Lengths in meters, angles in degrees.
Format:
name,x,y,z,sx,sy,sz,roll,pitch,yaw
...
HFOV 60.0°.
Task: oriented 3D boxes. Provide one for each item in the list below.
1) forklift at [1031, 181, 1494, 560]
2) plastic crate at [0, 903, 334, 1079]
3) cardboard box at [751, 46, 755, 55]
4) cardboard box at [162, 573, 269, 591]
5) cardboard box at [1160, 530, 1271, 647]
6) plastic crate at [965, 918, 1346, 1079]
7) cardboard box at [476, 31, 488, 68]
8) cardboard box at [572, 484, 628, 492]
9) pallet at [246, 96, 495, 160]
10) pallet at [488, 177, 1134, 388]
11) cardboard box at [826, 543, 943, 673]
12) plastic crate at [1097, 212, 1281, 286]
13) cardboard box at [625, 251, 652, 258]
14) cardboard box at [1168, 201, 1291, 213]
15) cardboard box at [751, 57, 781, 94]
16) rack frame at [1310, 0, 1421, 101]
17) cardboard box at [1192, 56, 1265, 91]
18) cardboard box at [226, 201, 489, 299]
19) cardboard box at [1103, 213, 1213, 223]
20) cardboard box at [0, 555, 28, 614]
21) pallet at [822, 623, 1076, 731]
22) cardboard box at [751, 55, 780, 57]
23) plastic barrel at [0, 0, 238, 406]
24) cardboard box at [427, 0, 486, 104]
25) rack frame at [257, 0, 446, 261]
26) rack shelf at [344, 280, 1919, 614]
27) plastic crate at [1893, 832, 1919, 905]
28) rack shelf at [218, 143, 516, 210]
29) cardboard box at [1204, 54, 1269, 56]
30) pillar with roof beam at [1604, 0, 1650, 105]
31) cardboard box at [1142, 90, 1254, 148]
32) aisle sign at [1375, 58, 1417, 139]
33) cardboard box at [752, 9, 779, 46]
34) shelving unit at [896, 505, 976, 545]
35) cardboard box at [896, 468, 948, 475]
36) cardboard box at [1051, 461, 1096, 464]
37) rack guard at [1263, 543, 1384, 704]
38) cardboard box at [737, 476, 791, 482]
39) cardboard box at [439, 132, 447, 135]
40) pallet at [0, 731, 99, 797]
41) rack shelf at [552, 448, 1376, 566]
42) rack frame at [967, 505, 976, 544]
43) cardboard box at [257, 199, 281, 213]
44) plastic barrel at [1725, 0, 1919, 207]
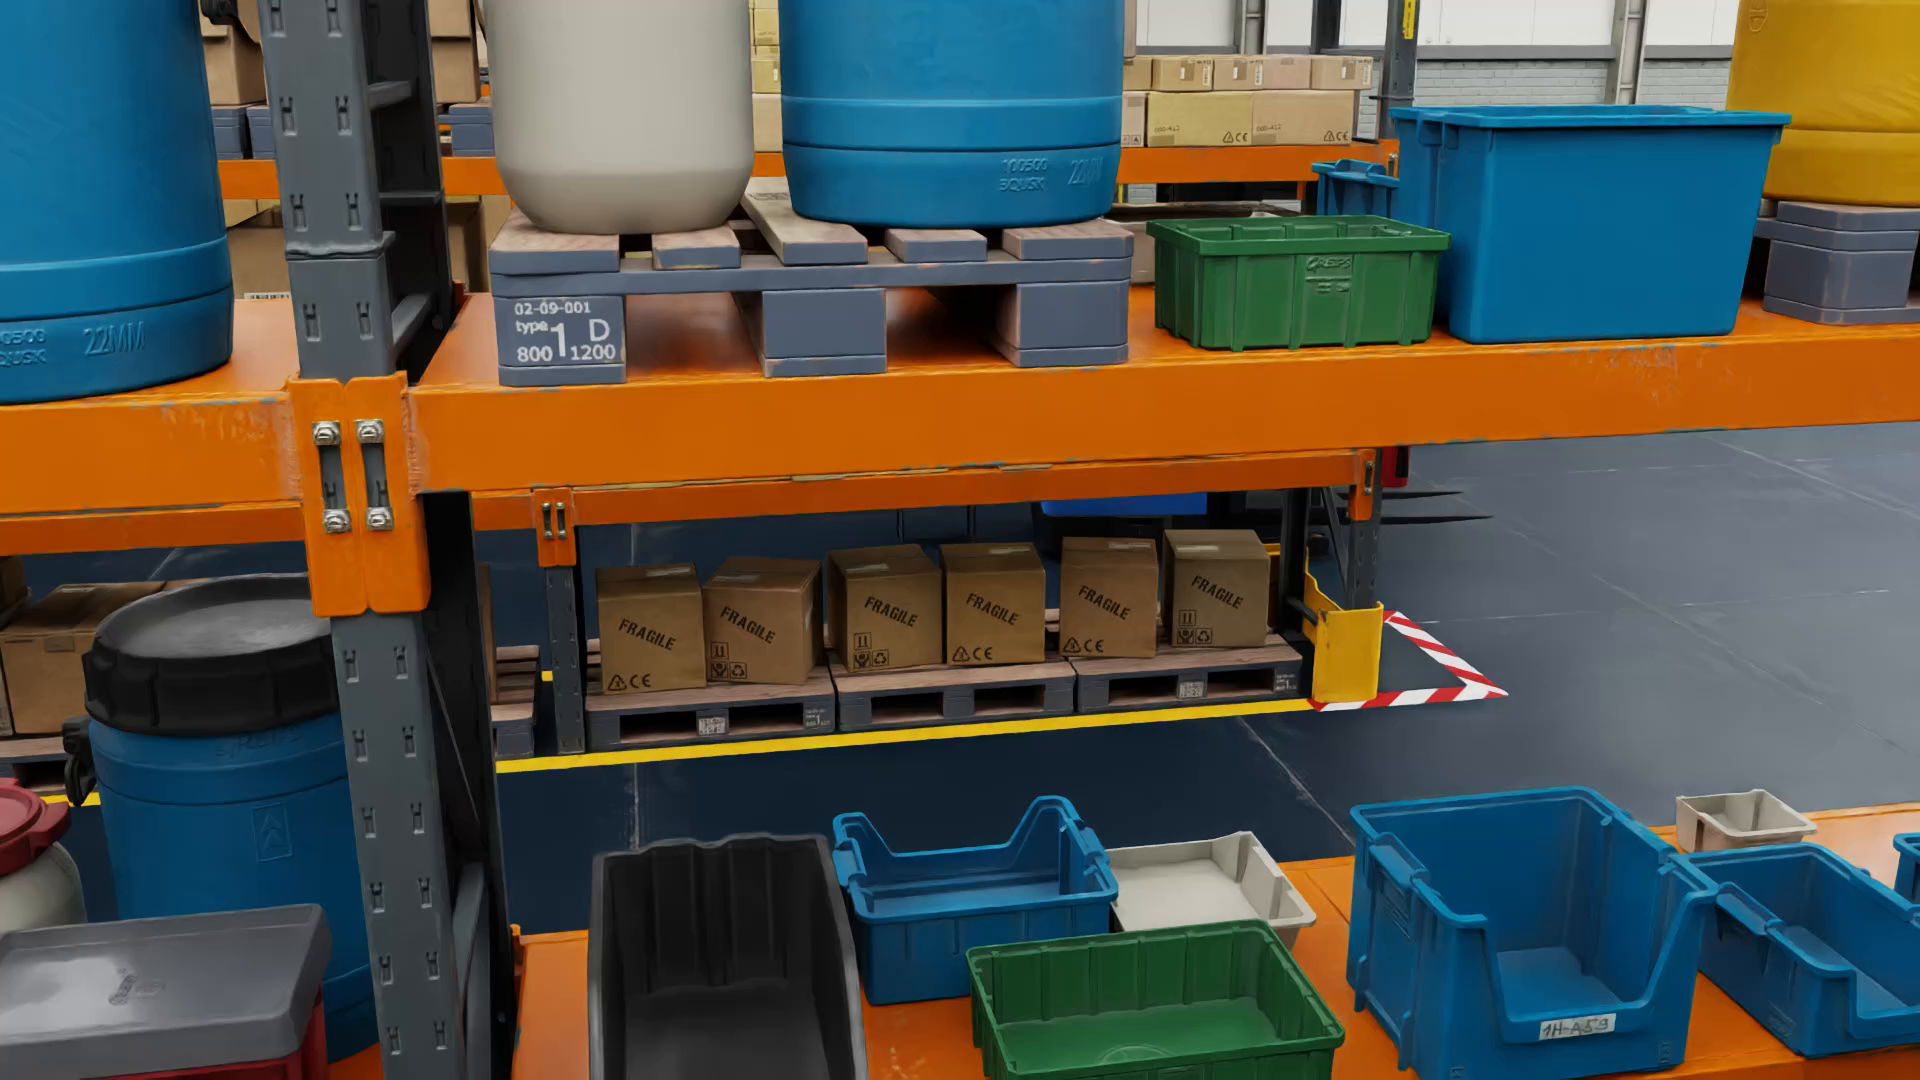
name,x,y,z,sx,sy,sz,roll,pitch,yaw
forklift,2.029,-1.426,10.964,3.031,2.935,1.130,-1,17,-2
plastic crate,-1.429,0.965,2.951,0.583,0.464,0.402,-3,17,-10
cardboard box,-1.626,-3.509,12.063,0.250,0.149,0.380,-4,17,-11
cardboard box,-3.580,0.518,8.025,0.500,0.500,0.700,-5,18,-15
cardboard box,1.360,0.254,8.917,0.500,0.500,0.500,0,17,0
plastic crate,0.374,0.988,3.348,0.662,0.188,0.450,-3,17,-10
cardboard box,-3.456,-3.508,11.885,0.500,0.250,0.500,-3,17,-10
cardboard box,-1.683,-0.352,7.778,0.250,0.149,0.380,-3,17,-10
pallet,-2.578,-1.887,7.559,1.003,0.211,1.213,-3,17,-10
pallet,-0.322,-0.531,3.145,1.003,0.211,1.213,-3,17,-10
cardboard box,-0.396,0.345,8.622,0.500,0.500,0.500,-5,18,-15
plastic crate,0.487,-0.633,3.604,0.396,0.136,0.243,-3,17,-10
cardboard box,-1.461,-1.167,7.622,0.500,0.500,0.500,-3,17,-10
cardboard box,1.384,-1.486,8.660,0.500,0.500,0.500,-3,17,-10
cardboard box,-0.822,-2.099,7.503,0.250,0.149,0.380,-3,17,-9
rack frame,1.976,-3.638,7.829,0.127,3.000,1.000,-3,17,-10
cardboard box,1.237,-2.190,7.800,0.250,0.149,0.380,-4,18,-13
cardboard box,-2.758,-1.031,7.822,1.000,1.000,1.000,-3,17,-10
cardboard box,0.993,-1.306,8.077,0.500,0.500,0.500,-3,17,-10
cardboard box,-4.708,0.223,7.706,0.500,0.250,0.500,-1,17,-4
pallet,-0.098,0.669,8.773,1.213,0.211,1.003,-3,17,-10
cardboard box,-0.911,-2.251,8.001,0.250,0.149,0.380,-4,17,-12
plastic barrel,-1.470,-0.702,2.525,0.708,0.901,0.600,-3,17,-10
cardboard box,-2.432,-2.233,7.474,0.637,0.503,0.797,-4,18,-13
rack frame,-1.012,-1.987,2.455,0.127,3.000,1.000,-3,17,-10
rack shelf,0.952,-0.321,3.363,4.000,0.370,1.077,-3,17,-10
plastic crate,2.481,0.843,3.711,0.616,0.251,0.499,-3,17,-10
rack shelf,-3.915,-1.526,7.287,4.000,0.370,1.077,-3,17,-10
cardboard box,1.389,-2.387,8.443,0.250,0.149,0.380,-3,17,-9
pillar with roof beam,10.895,-7.574,20.643,0.400,9.000,9.100,-3,17,-10
cardboard box,1.061,-2.003,7.872,0.500,0.250,0.500,-3,17,-10
aisle sign,2.094,-1.930,8.057,0.004,0.787,0.394,-3,17,-10
cardboard box,-1.270,-3.739,12.130,0.500,0.250,0.500,-3,17,-11
shelving unit,-0.163,-0.564,11.106,0.503,1.200,0.258,-3,17,-10
cardboard box,-0.213,-0.440,8.062,0.250,0.149,0.380,-3,17,-10
cardboard box,0.511,-0.500,8.259,0.250,0.149,0.380,-3,17,-10
rack guard,1.901,0.429,9.063,0.348,0.500,1.175,-3,17,-10
cardboard box,-0.952,-0.401,7.936,0.250,0.149,0.380,-3,17,-10
cardboard box,-5.407,-4.090,17.023,0.250,0.149,0.380,-2,17,-7
pallet,-3.916,0.899,8.026,1.213,0.211,1.003,-3,17,-10
rack shelf,0.012,-0.315,8.452,4.000,0.370,1.077,-3,17,-10
rack frame,0.077,-0.578,11.150,0.015,1.200,0.240,-3,17,-10
cardboard box,-4.777,-2.394,12.124,0.500,0.500,0.700,-3,17,-11
plastic barrel,1.820,-0.967,3.205,0.600,0.588,0.600,0,17,0
